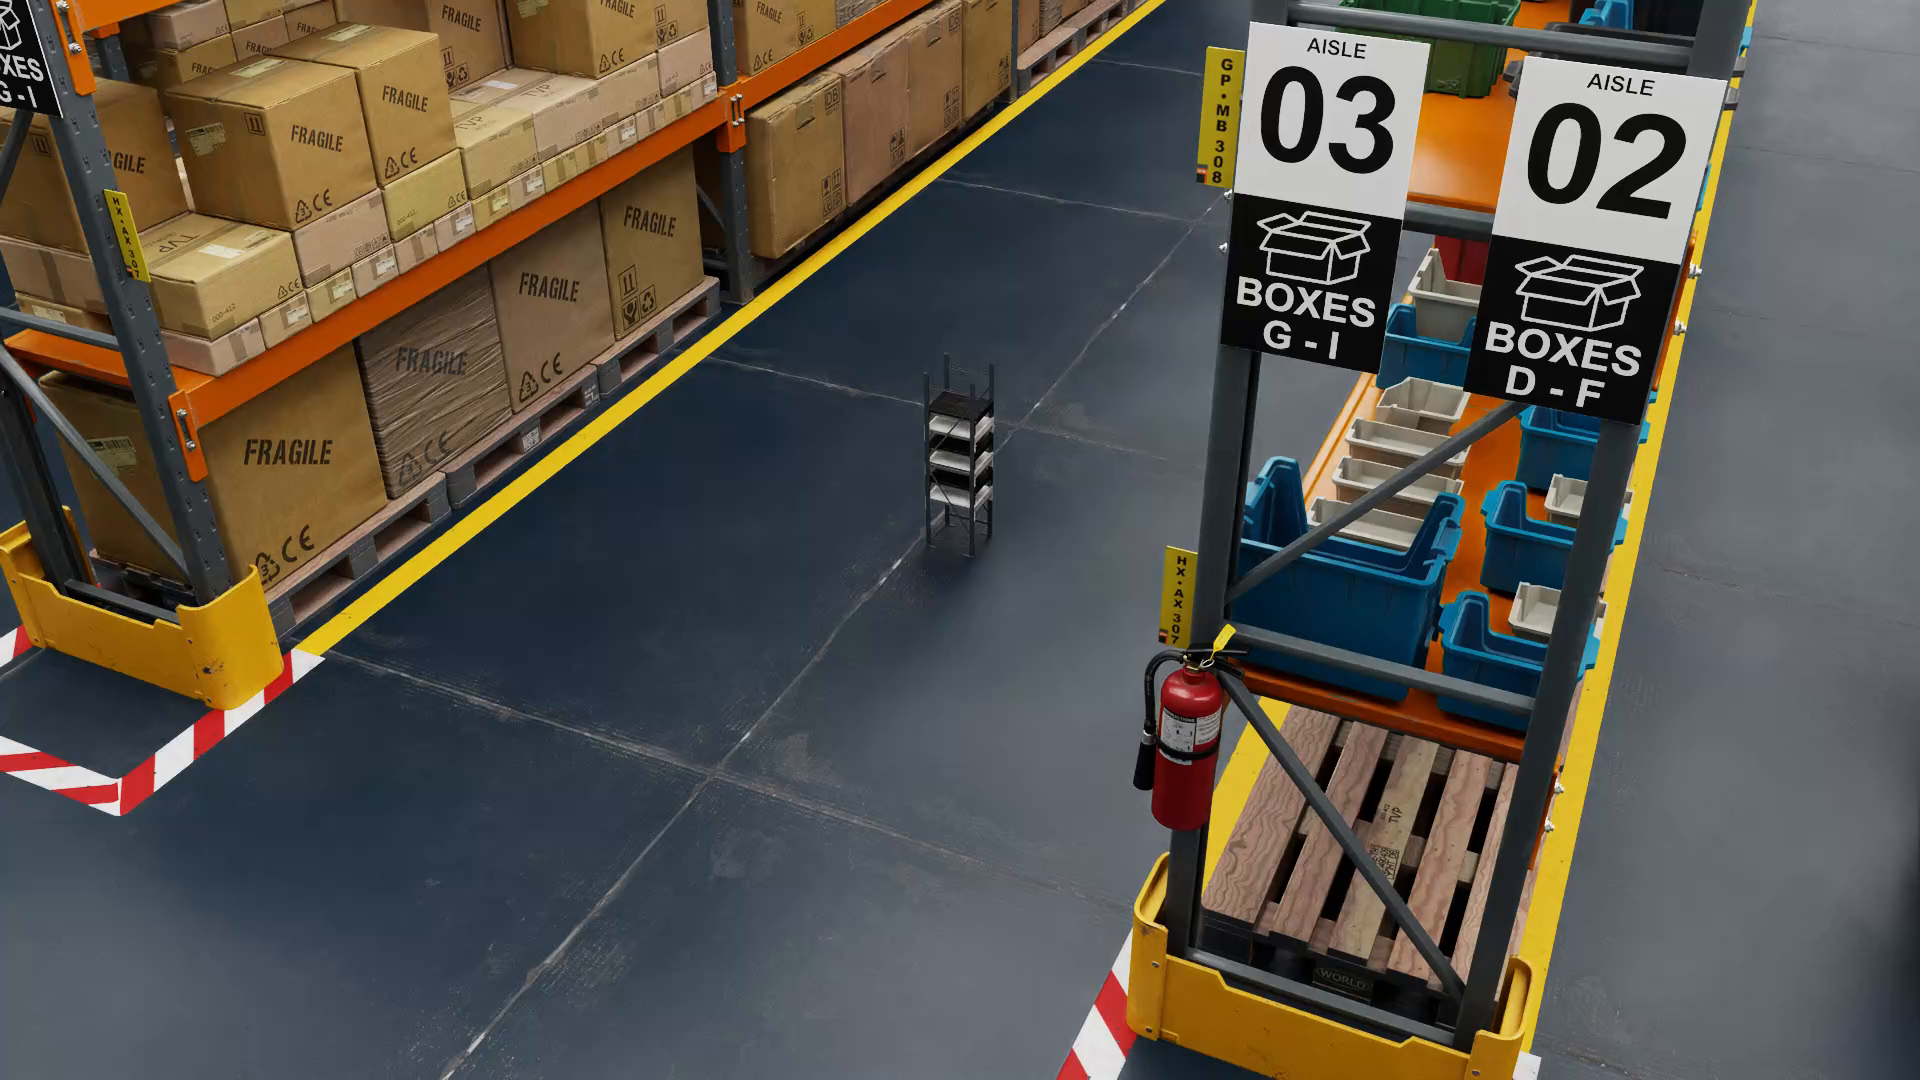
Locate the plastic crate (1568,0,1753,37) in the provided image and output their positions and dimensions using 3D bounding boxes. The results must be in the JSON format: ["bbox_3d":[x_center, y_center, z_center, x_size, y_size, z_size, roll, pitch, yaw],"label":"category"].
[{"bbox_3d":[2.005,-1.576,4.739,0.504,0.338,0.767,14,36,20],"label":"plastic crate"}]

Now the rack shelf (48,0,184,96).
[{"bbox_3d":[-2.546,-2.735,7.107,1.077,0.370,4.000,14,36,20],"label":"rack shelf"}]

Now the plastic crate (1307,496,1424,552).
[{"bbox_3d":[1.292,-0.012,5.219,0.396,0.136,0.243,14,36,20],"label":"plastic crate"}]

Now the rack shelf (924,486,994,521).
[{"bbox_3d":[-0.003,-0.194,7.614,0.258,0.077,0.200,14,36,20],"label":"rack shelf"}]

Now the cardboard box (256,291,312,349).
[{"bbox_3d":[-2.829,-0.910,6.631,0.380,0.149,0.250,14,36,20],"label":"cardboard box"}]

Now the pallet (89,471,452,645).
[{"bbox_3d":[-3.119,-0.036,7.612,1.003,0.211,1.213,14,36,20],"label":"pallet"}]

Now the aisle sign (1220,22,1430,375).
[{"bbox_3d":[0.820,-0.768,3.815,0.394,0.787,0.004,14,36,20],"label":"aisle sign"}]

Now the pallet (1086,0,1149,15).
[{"bbox_3d":[1.313,-5.208,15.500,1.003,0.211,1.213,14,36,20],"label":"pallet"}]

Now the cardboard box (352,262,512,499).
[{"bbox_3d":[-2.807,-0.863,7.886,0.875,0.875,0.875,14,36,20],"label":"cardboard box"}]

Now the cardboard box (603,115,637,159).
[{"bbox_3d":[-1.862,-2.062,8.388,0.380,0.149,0.250,15,36,21],"label":"cardboard box"}]

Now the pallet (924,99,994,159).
[{"bbox_3d":[-0.434,-3.229,12.481,1.003,0.211,1.213,14,36,20],"label":"pallet"}]

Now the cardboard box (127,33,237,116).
[{"bbox_3d":[-5.622,-3.404,12.102,0.500,0.500,0.500,16,36,22],"label":"cardboard box"}]

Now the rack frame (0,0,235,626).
[{"bbox_3d":[-3.383,-0.786,6.213,1.000,3.000,0.127,14,36,20],"label":"rack frame"}]

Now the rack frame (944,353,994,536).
[{"bbox_3d":[0.039,-0.423,7.574,0.240,0.900,0.006,14,36,20],"label":"rack frame"}]

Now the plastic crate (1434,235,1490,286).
[{"bbox_3d":[2.188,-1.306,6.894,0.402,0.464,0.583,14,36,20],"label":"plastic crate"}]

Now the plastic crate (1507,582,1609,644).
[{"bbox_3d":[1.727,0.247,4.823,0.250,0.136,0.298,14,36,20],"label":"plastic crate"}]

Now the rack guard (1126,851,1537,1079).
[{"bbox_3d":[1.117,1.411,5.143,1.175,0.500,0.348,14,36,20],"label":"rack guard"}]

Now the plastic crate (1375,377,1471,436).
[{"bbox_3d":[1.628,-0.449,5.885,0.298,0.136,0.250,14,36,20],"label":"plastic crate"}]

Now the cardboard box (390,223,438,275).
[{"bbox_3d":[-2.506,-1.294,7.217,0.380,0.149,0.250,13,36,20],"label":"cardboard box"}]

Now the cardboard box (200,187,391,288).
[{"bbox_3d":[-2.725,-1.285,6.840,0.500,0.250,0.500,14,36,20],"label":"cardboard box"}]

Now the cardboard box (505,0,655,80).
[{"bbox_3d":[-1.872,-2.614,8.183,0.500,0.500,0.500,15,36,21],"label":"cardboard box"}]

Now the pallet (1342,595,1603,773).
[{"bbox_3d":[2.008,0.509,6.781,1.003,0.211,1.213,14,36,20],"label":"pallet"}]

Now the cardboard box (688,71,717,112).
[{"bbox_3d":[-1.539,-2.446,8.974,0.380,0.149,0.250,14,36,21],"label":"cardboard box"}]

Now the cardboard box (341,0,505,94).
[{"bbox_3d":[-2.569,-2.470,7.963,0.500,0.500,0.500,13,35,19],"label":"cardboard box"}]

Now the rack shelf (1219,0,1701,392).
[{"bbox_3d":[1.952,-1.599,5.374,1.077,0.370,4.000,14,36,20],"label":"rack shelf"}]

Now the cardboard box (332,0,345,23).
[{"bbox_3d":[-4.964,-4.176,13.280,0.500,0.500,0.500,13,35,18],"label":"cardboard box"}]

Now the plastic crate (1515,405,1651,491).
[{"bbox_3d":[2.069,-0.308,5.582,0.416,0.233,0.300,14,36,20],"label":"plastic crate"}]

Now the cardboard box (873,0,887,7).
[{"bbox_3d":[-0.659,-3.750,10.642,0.500,0.500,0.500,15,36,21],"label":"cardboard box"}]

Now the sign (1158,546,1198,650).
[{"bbox_3d":[0.609,0.164,4.615,0.100,0.325,0.005,14,36,20],"label":"sign"}]

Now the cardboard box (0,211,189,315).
[{"bbox_3d":[-3.421,-1.150,6.633,0.500,0.250,0.500,14,36,20],"label":"cardboard box"}]

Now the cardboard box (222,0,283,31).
[{"bbox_3d":[-5.402,-3.983,12.302,0.500,0.250,0.500,15,36,22],"label":"cardboard box"}]

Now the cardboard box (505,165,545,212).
[{"bbox_3d":[-2.184,-1.679,7.805,0.380,0.149,0.250,15,36,21],"label":"cardboard box"}]

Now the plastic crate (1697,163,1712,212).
[{"bbox_3d":[2.904,-1.349,7.032,0.392,0.384,0.575,14,36,20],"label":"plastic crate"}]

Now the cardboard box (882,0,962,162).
[{"bbox_3d":[-0.723,-3.276,11.565,1.225,0.875,0.875,14,36,21],"label":"cardboard box"}]

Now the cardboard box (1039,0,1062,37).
[{"bbox_3d":[0.447,-4.526,13.796,0.700,0.500,0.500,11,35,17],"label":"cardboard box"}]

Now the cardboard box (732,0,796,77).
[{"bbox_3d":[-1.290,-2.992,9.486,0.500,0.500,0.500,14,36,21],"label":"cardboard box"}]

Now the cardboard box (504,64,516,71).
[{"bbox_3d":[-2.357,-2.419,8.569,0.500,0.250,0.500,14,36,20],"label":"cardboard box"}]

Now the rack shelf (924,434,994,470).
[{"bbox_3d":[-0.003,-0.420,7.466,0.258,0.077,0.200,14,36,20],"label":"rack shelf"}]

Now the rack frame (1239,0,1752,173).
[{"bbox_3d":[1.116,-2.158,2.835,1.000,3.000,0.127,14,36,20],"label":"rack frame"}]

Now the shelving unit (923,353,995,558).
[{"bbox_3d":[-0.003,-0.372,7.497,0.258,0.900,0.210,14,36,20],"label":"shelving unit"}]

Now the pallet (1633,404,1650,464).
[{"bbox_3d":[3.150,-0.850,8.854,1.003,0.211,1.213,14,36,20],"label":"pallet"}]

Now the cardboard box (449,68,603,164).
[{"bbox_3d":[-2.083,-2.047,8.002,0.500,0.250,0.500,15,36,21],"label":"cardboard box"}]
